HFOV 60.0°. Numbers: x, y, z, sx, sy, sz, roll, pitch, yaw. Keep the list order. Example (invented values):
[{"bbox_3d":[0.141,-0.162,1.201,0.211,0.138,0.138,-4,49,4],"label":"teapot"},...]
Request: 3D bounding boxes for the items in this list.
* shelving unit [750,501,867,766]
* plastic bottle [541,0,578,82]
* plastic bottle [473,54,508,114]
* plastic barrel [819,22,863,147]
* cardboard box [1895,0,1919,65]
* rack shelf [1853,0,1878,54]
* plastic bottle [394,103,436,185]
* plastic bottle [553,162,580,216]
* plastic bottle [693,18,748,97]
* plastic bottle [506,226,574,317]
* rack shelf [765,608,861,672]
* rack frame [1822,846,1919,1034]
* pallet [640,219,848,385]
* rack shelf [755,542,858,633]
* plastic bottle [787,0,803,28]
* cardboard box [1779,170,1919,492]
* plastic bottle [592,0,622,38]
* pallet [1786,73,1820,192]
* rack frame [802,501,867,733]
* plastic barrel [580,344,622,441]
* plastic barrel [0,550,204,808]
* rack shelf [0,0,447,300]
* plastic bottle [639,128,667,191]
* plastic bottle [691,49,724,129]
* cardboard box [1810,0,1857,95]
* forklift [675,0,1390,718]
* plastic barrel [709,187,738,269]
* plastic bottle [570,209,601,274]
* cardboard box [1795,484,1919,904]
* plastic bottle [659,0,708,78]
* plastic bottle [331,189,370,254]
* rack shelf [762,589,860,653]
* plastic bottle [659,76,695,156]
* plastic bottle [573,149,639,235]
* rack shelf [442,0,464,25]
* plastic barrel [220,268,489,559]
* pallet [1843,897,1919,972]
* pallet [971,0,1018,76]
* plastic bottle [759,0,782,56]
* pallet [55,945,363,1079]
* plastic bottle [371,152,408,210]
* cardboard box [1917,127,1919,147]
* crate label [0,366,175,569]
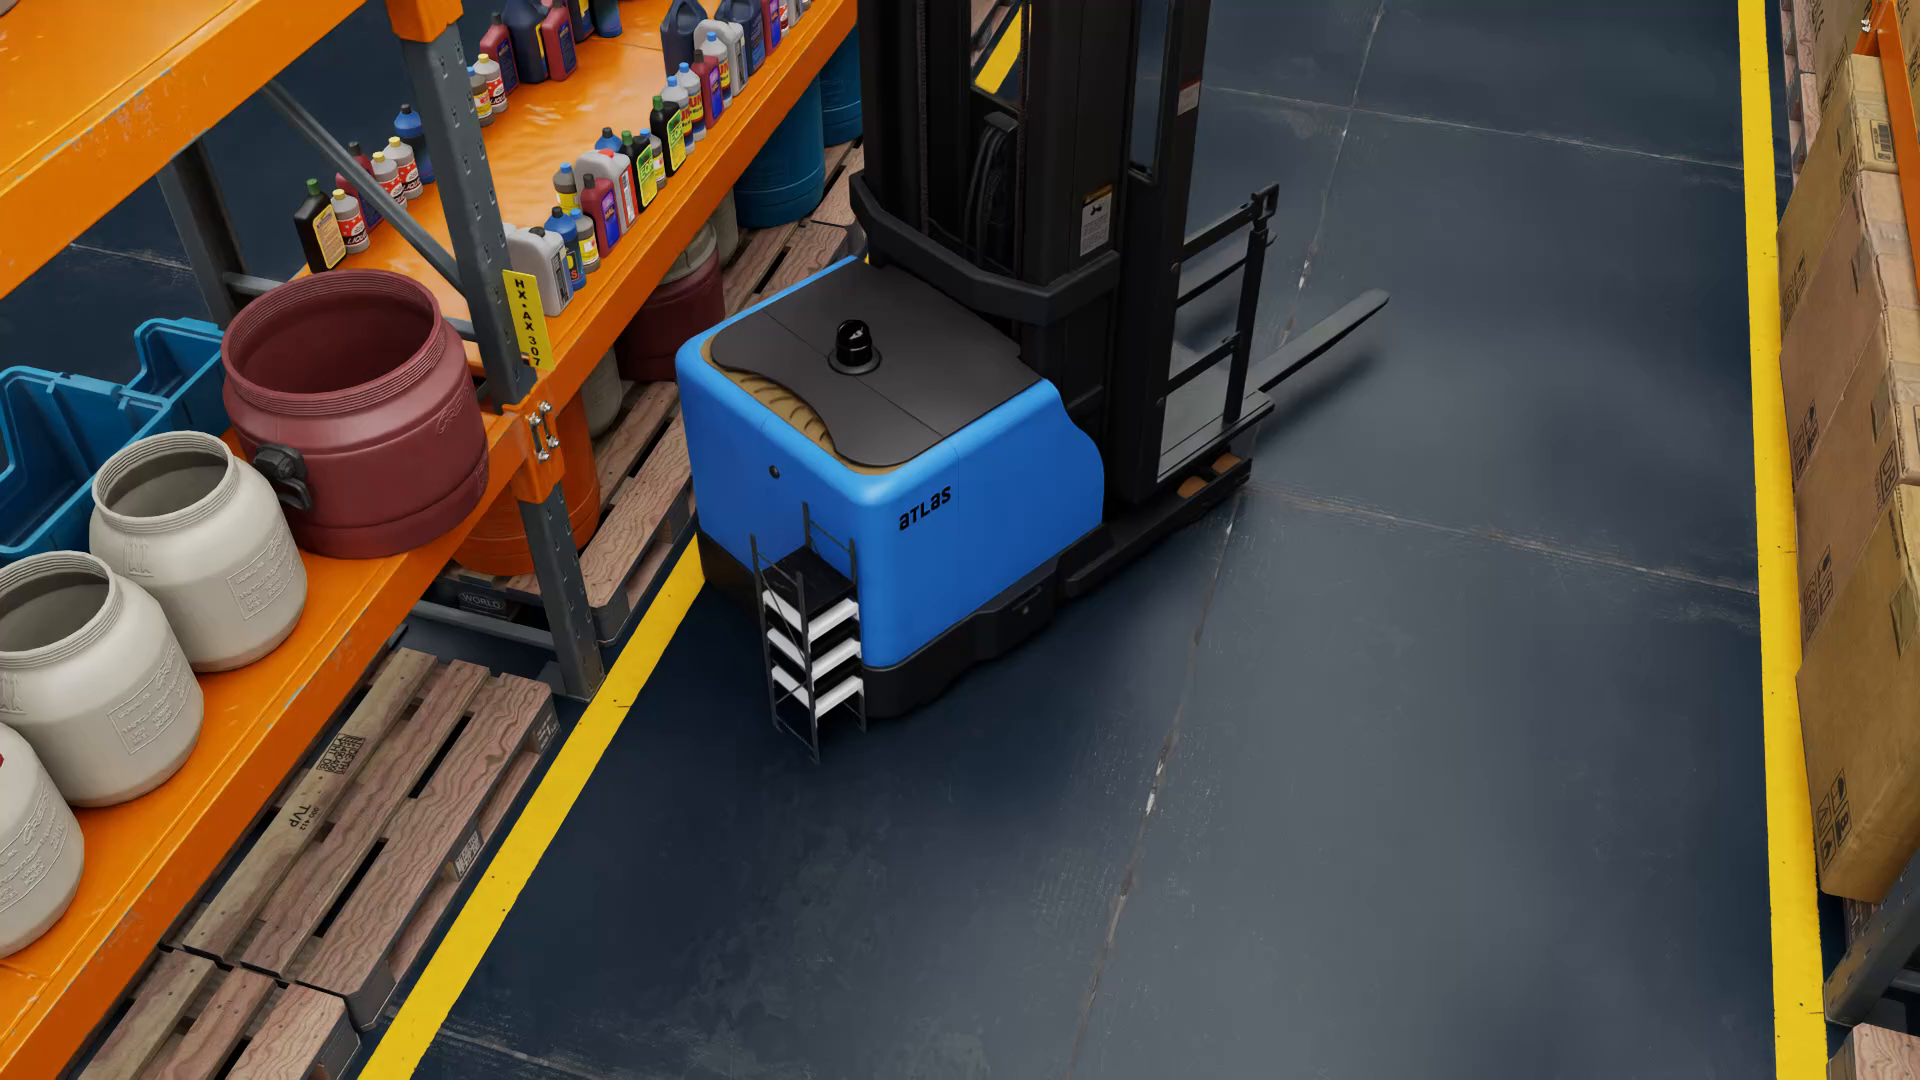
[{"bbox_3d":[-0.472,0.314,5.286,0.210,0.900,0.258,-33,53,-29],"label":"shelving unit"},{"bbox_3d":[-1.464,-1.831,6.060,0.061,0.283,0.133,13,46,13],"label":"plastic bottle"},{"bbox_3d":[-1.675,-1.628,5.912,0.097,0.201,0.097,0,44,0],"label":"plastic bottle"},{"bbox_3d":[-0.689,-2.366,7.723,0.600,0.901,0.708,13,46,13],"label":"plastic barrel"},{"bbox_3d":[3.835,-2.058,6.137,0.500,0.500,0.500,13,46,13],"label":"cardboard box"},{"bbox_3d":[4.818,-3.352,8.045,1.077,0.370,4.000,13,46,13],"label":"rack shelf"},{"bbox_3d":[-1.823,-1.329,5.556,0.097,0.271,0.097,0,44,0],"label":"plastic bottle"},{"bbox_3d":[-1.265,-1.130,5.402,0.097,0.201,0.097,0,44,0],"label":"plastic bottle"},{"bbox_3d":[-0.861,-1.758,5.991,0.152,0.276,0.135,13,46,13],"label":"plastic bottle"},{"bbox_3d":[-1.281,-0.834,5.046,0.152,0.276,0.135,13,46,13],"label":"plastic bottle"},{"bbox_3d":[-0.472,0.273,5.246,0.200,0.077,0.258,-33,53,-29],"label":"rack shelf"},{"bbox_3d":[3.001,0.391,3.706,1.000,3.000,0.127,13,46,13],"label":"rack frame"},{"bbox_3d":[-1.149,-1.007,7.128,1.003,0.211,1.213,13,46,13],"label":"pallet"},{"bbox_3d":[-0.472,0.145,5.120,0.200,0.077,0.258,-33,53,-29],"label":"rack shelf"},{"bbox_3d":[-0.694,-2.125,6.366,0.152,0.276,0.135,13,46,13],"label":"plastic bottle"},{"bbox_3d":[3.768,-0.640,5.978,1.225,0.875,0.875,11,45,11],"label":"cardboard box"},{"bbox_3d":[-1.345,-2.047,6.289,0.097,0.271,0.097,0,44,0],"label":"plastic bottle"},{"bbox_3d":[4.517,-1.769,7.907,1.003,0.211,1.213,13,46,13],"label":"pallet"},{"bbox_3d":[-0.398,0.265,5.336,0.006,0.900,0.240,-33,53,-29],"label":"rack frame"},{"bbox_3d":[-1.502,-0.644,6.242,0.421,0.512,0.421,0,44,0],"label":"plastic barrel"},{"bbox_3d":[-1.955,0.313,3.705,0.421,0.512,0.421,0,44,0],"label":"plastic barrel"},{"bbox_3d":[-2.325,-0.140,2.618,1.077,0.370,4.000,13,46,13],"label":"rack shelf"},{"bbox_3d":[-1.039,-1.276,5.552,0.097,0.201,0.097,0,44,0],"label":"plastic bottle"},{"bbox_3d":[-0.887,-1.597,5.821,0.061,0.283,0.133,13,46,13],"label":"plastic bottle"},{"bbox_3d":[4.761,-2.689,8.072,0.875,0.875,0.875,13,46,13],"label":"cardboard box"},{"bbox_3d":[0.480,-1.364,5.548,3.031,2.935,1.130,-33,53,-29],"label":"forklift"},{"bbox_3d":[-1.160,-1.397,7.012,0.421,0.512,0.421,0,44,0],"label":"plastic barrel"},{"bbox_3d":[-1.190,-0.944,5.212,0.097,0.201,0.097,0,44,0],"label":"plastic bottle"},{"bbox_3d":[3.230,0.544,4.768,1.225,0.875,0.875,11,45,11],"label":"cardboard box"},{"bbox_3d":[-0.994,-1.833,6.014,0.144,0.351,0.185,13,46,13],"label":"plastic bottle"},{"bbox_3d":[-1.951,-1.020,5.290,0.097,0.201,0.097,0,44,0],"label":"plastic bottle"},{"bbox_3d":[-0.472,0.209,5.183,0.200,0.077,0.258,-33,53,-29],"label":"rack shelf"},{"bbox_3d":[-0.969,-1.455,5.684,0.097,0.271,0.097,0,44,0],"label":"plastic bottle"},{"bbox_3d":[-1.140,-1.142,5.361,0.152,0.276,0.135,13,46,13],"label":"plastic bottle"},{"bbox_3d":[-1.114,-2.807,5.343,1.077,0.370,4.000,13,46,13],"label":"rack shelf"},{"bbox_3d":[-1.571,-0.334,4.349,0.600,0.536,0.708,13,46,13],"label":"plastic barrel"},{"bbox_3d":[3.311,0.878,5.202,1.003,0.211,1.213,13,46,13],"label":"pallet"},{"bbox_3d":[-0.323,-2.826,8.987,1.003,0.211,1.213,13,46,13],"label":"pallet"},{"bbox_3d":[-0.720,-1.964,6.196,0.061,0.283,0.133,13,46,13],"label":"plastic bottle"},{"bbox_3d":[-2.362,1.657,4.406,1.003,0.211,1.213,13,46,13],"label":"pallet"},{"bbox_3d":[-1.881,-1.174,5.447,0.097,0.201,0.097,0,44,0],"label":"plastic bottle"},{"bbox_3d":[3.531,-1.389,5.453,0.500,0.500,0.500,12,46,12],"label":"cardboard box"},{"bbox_3d":[-2.278,-0.066,4.148,0.502,0.435,0.616,13,46,13],"label":"crate label"}]
